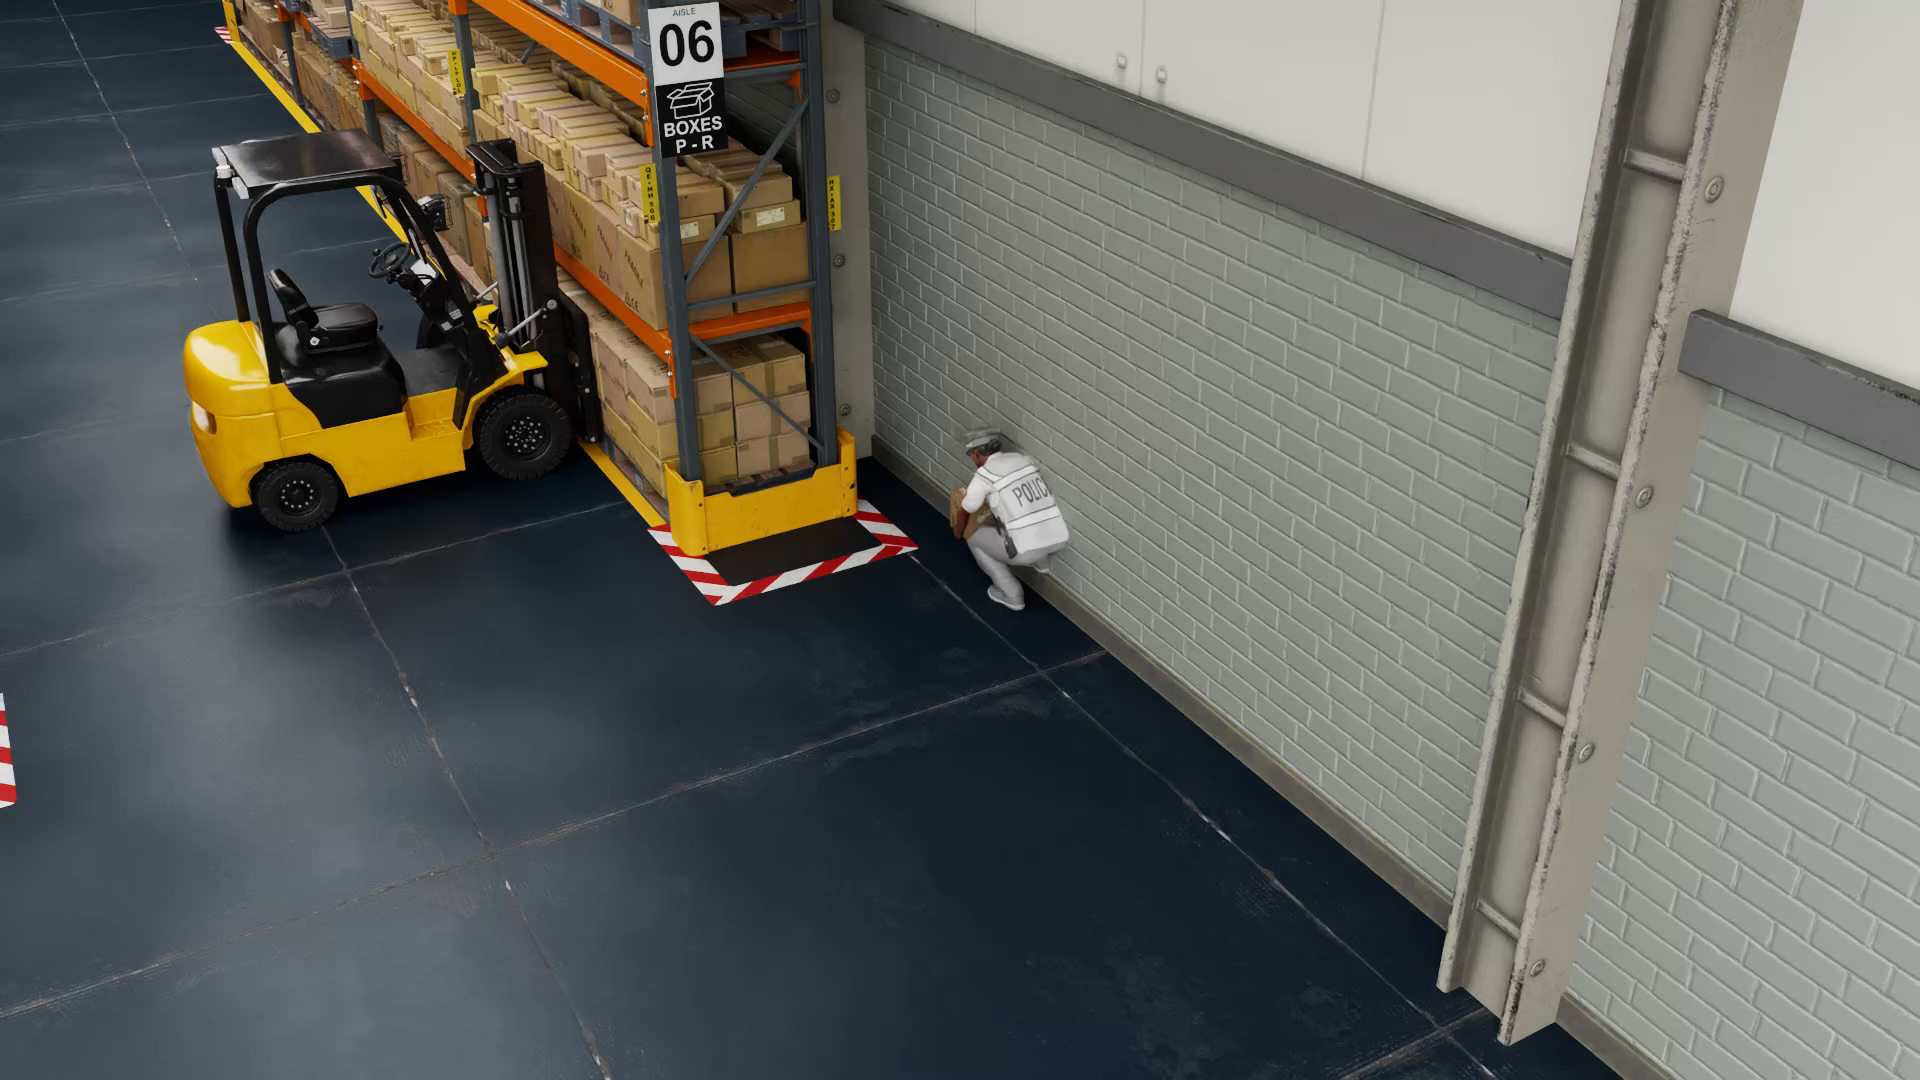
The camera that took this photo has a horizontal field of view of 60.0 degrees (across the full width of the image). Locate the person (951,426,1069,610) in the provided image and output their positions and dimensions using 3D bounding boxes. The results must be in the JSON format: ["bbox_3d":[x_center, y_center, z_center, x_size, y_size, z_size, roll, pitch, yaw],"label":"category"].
[{"bbox_3d":[0.286,-0.149,9.542,0.480,0.971,0.861,-16,33,-26],"label":"person"}]
